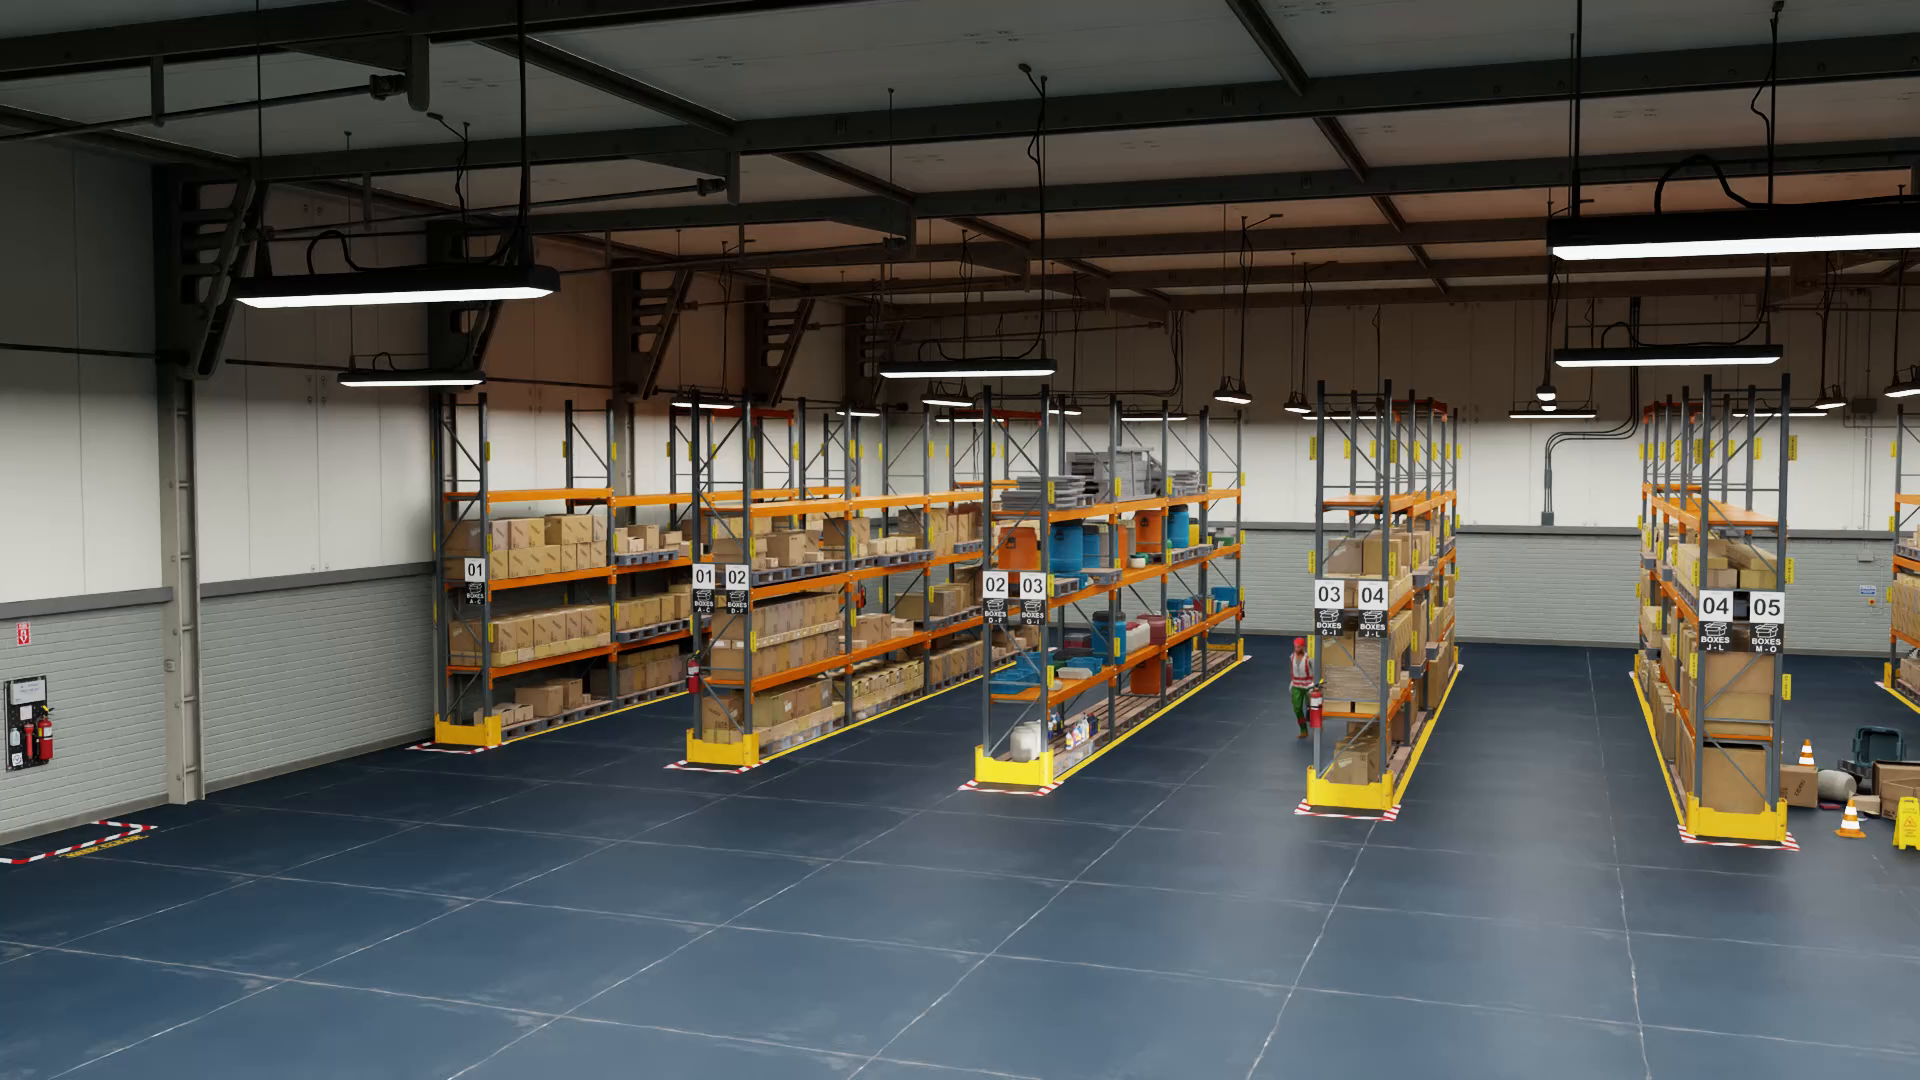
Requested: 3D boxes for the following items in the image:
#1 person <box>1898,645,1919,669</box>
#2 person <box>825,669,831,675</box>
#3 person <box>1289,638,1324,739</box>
[{"bbox_3d":[21.621,2.136,37.461,1.098,1.732,0.604,0,3,1],"label":"person"},{"bbox_3d":[-2.920,2.260,37.146,0.394,1.503,1.060,0,3,4],"label":"person"},{"bbox_3d":[6.076,2.574,29.198,0.604,1.757,0.738,2,4,37],"label":"person"}]
